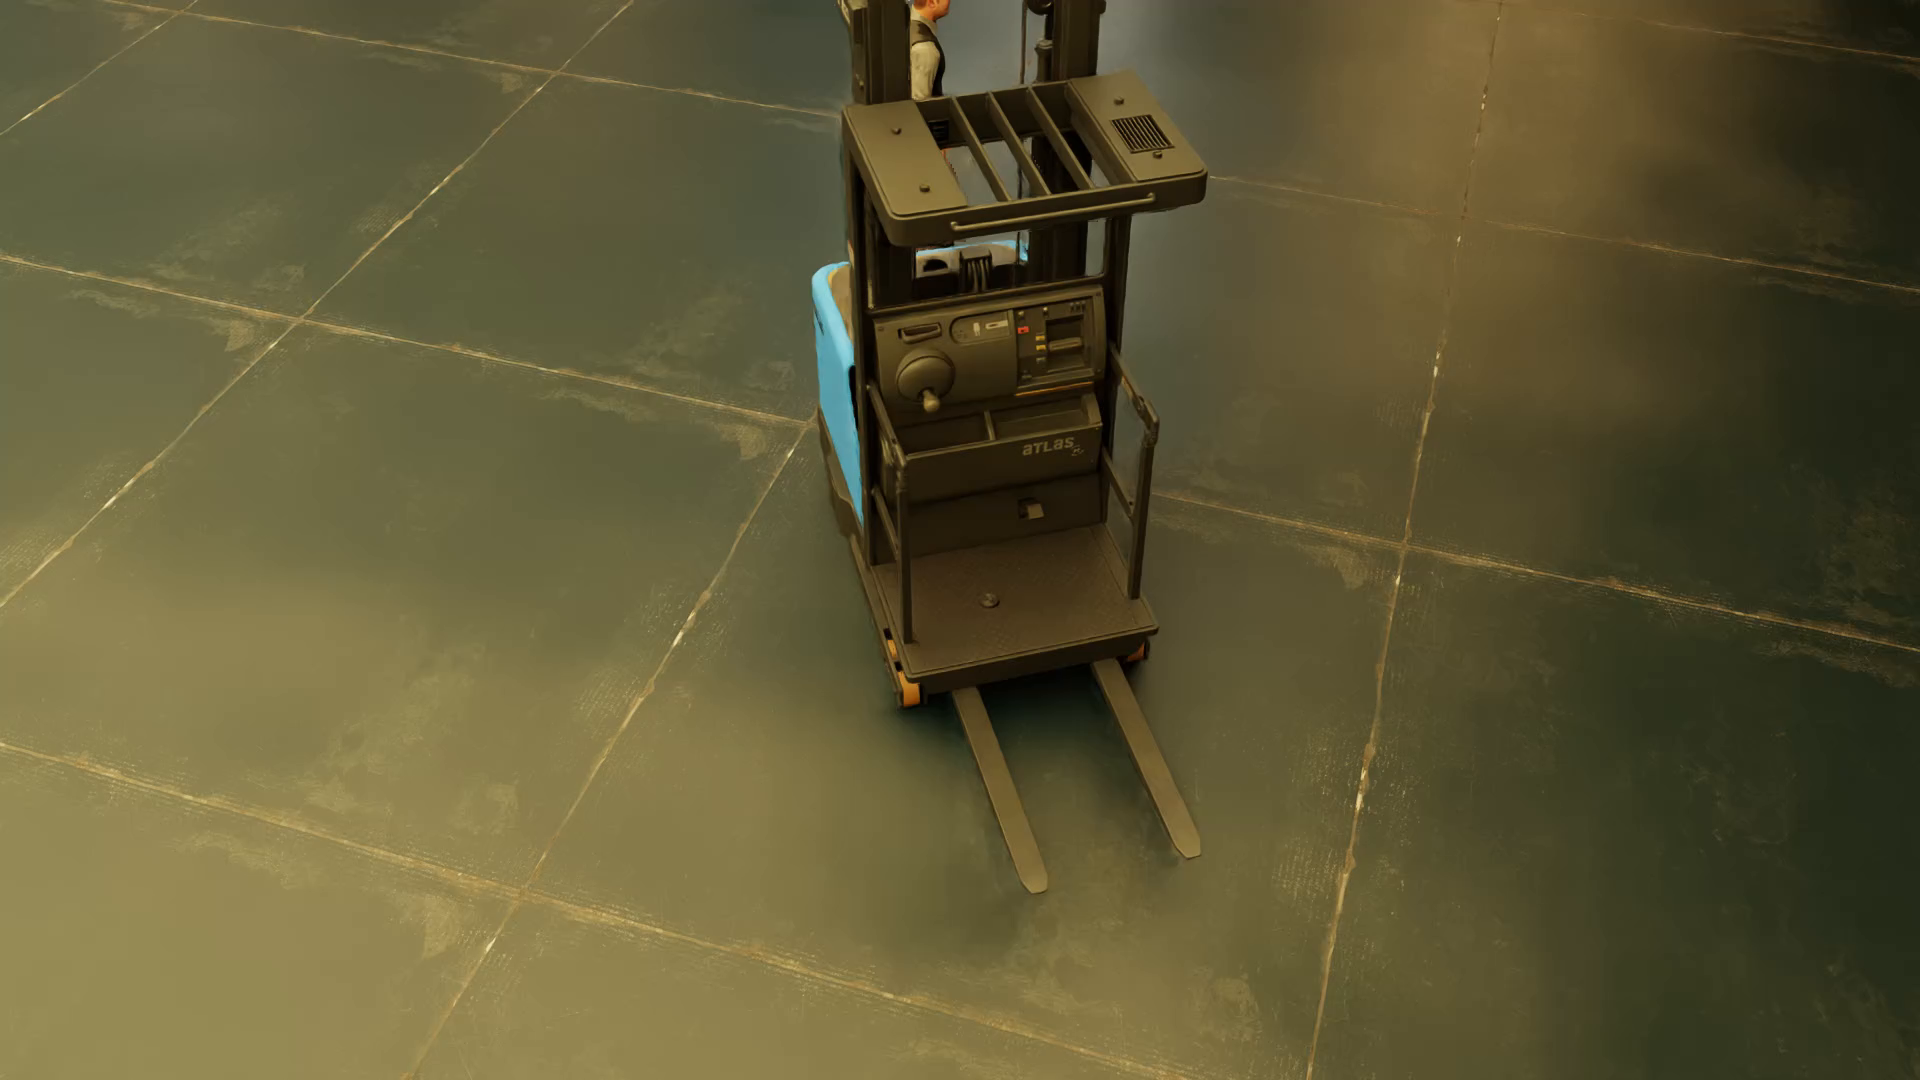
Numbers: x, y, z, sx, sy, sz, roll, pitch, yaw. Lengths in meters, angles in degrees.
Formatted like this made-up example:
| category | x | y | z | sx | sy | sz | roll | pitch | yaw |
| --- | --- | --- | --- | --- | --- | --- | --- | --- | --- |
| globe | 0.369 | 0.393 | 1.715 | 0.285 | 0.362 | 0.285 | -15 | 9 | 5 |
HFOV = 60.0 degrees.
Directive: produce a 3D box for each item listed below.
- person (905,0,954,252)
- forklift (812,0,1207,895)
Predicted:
| category | x | y | z | sx | sy | sz | roll | pitch | yaw |
| --- | --- | --- | --- | --- | --- | --- | --- | --- | --- |
| person | -0.224 | -2.225 | 8.970 | 0.421 | 1.720 | 0.590 | -6 | 43 | -7 |
| forklift | 0.186 | -0.661 | 6.400 | 1.130 | 2.935 | 3.031 | -11 | 44 | -11 |
